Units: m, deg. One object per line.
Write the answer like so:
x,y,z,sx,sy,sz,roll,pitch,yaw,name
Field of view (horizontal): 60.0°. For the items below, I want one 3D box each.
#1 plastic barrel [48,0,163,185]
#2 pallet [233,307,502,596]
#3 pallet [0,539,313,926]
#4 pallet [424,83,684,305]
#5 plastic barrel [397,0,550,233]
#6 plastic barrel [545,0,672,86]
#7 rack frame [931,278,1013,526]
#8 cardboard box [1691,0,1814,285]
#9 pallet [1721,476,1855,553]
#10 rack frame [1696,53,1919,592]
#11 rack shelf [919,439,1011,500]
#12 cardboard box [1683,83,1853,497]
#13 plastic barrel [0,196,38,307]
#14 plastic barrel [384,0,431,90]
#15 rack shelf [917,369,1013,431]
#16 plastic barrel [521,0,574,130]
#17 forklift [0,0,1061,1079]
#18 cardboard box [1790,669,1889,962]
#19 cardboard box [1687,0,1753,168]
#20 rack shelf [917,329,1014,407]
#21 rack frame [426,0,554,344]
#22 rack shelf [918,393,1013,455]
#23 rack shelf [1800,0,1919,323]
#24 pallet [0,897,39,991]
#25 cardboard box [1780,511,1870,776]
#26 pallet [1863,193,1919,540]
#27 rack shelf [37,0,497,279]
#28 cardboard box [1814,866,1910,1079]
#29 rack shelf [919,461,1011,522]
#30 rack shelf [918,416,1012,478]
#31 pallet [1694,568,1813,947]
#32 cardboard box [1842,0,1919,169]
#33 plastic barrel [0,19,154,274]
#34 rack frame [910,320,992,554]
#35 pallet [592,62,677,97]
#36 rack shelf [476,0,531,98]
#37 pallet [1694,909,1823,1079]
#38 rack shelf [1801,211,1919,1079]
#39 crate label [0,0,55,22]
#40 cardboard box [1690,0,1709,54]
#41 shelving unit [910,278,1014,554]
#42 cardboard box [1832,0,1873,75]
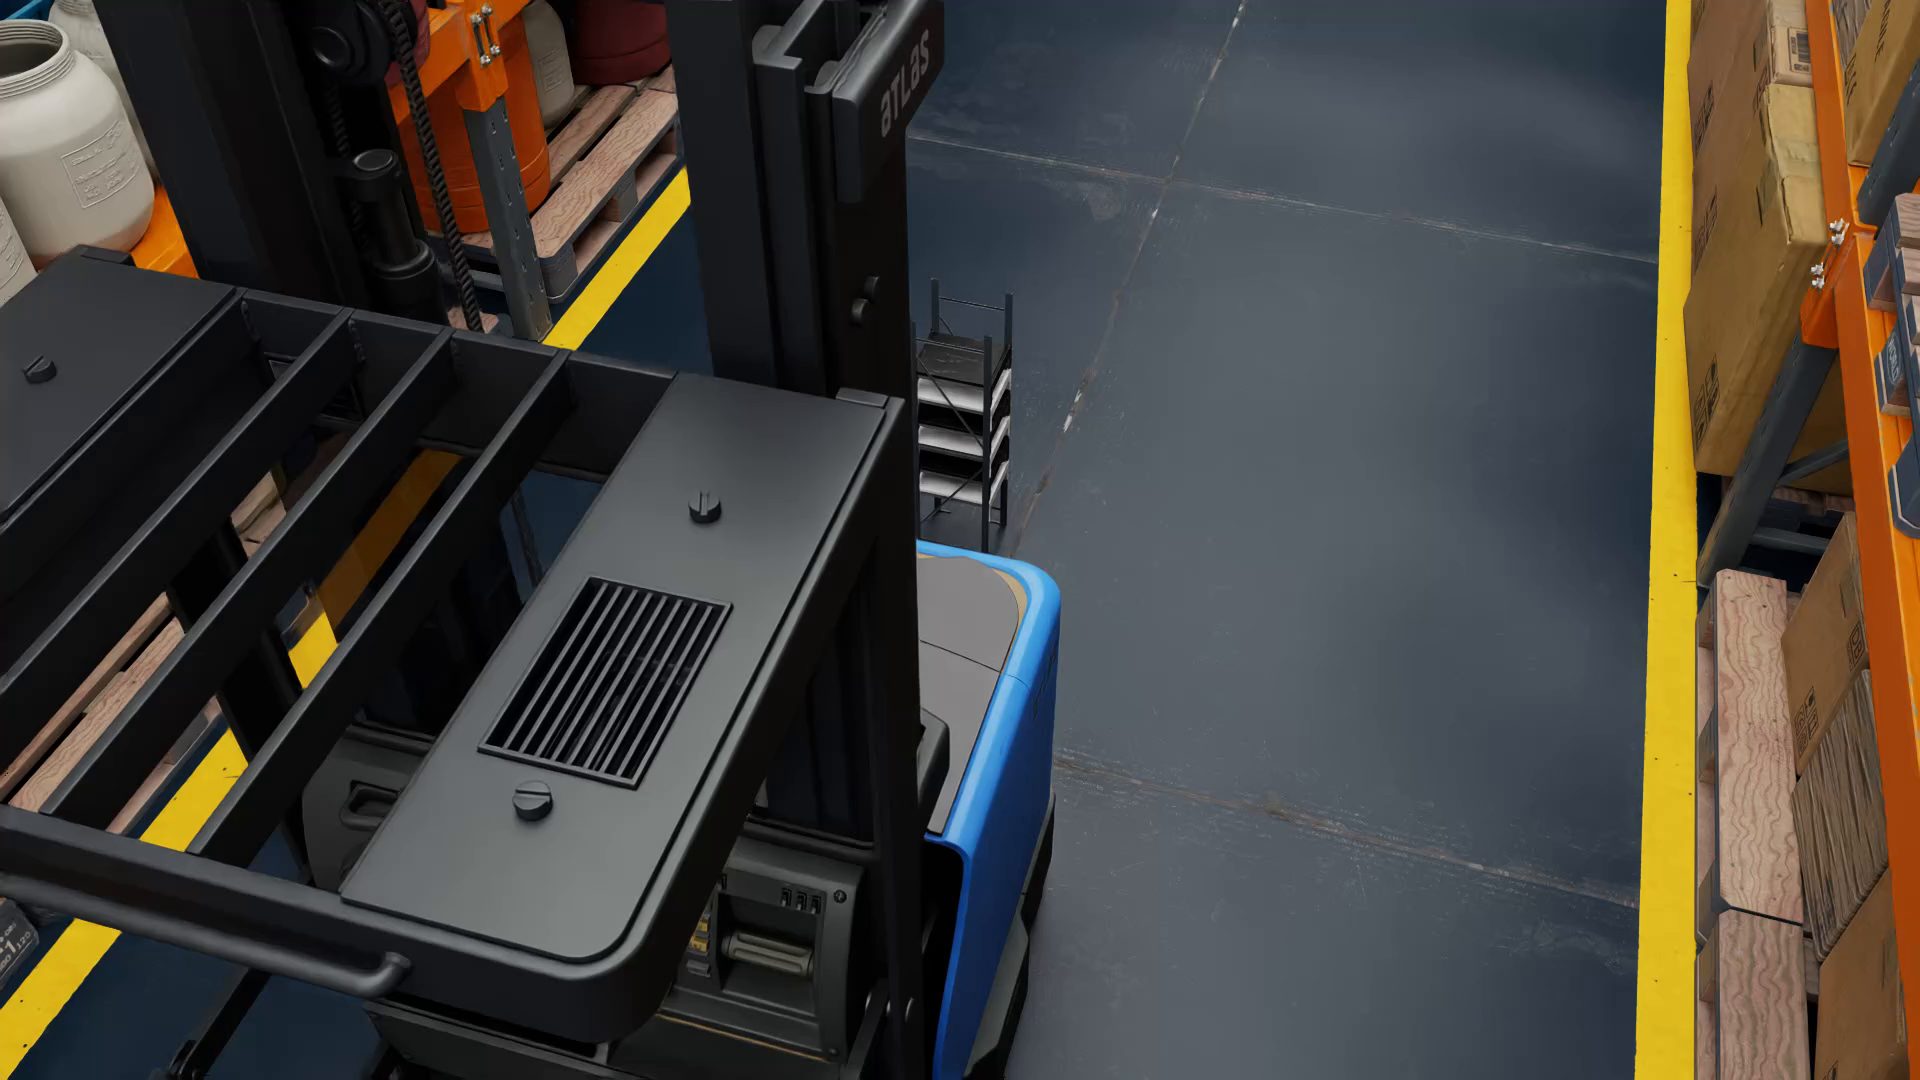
-2.077,-1.216,4.268,0.421,0.512,0.421,0,44,0,plastic barrel
-2.240,-0.403,5.511,1.003,0.211,1.213,13,46,13,pallet
-2.612,0.408,4.682,1.003,0.211,1.213,13,46,13,pallet
-1.770,-1.445,6.576,1.003,0.211,1.213,13,46,13,pallet
-1.837,-1.612,6.004,0.600,0.830,0.708,13,46,13,plastic barrel
-1.495,-2.278,6.857,0.600,0.588,0.708,13,46,13,plastic barrel
0.033,-0.395,5.010,0.240,0.900,0.006,13,46,12,rack frame
3.258,-1.297,5.650,1.225,0.875,0.875,13,46,13,cardboard box
3.062,-0.371,5.478,1.003,0.211,1.213,13,46,13,pallet
2.752,-0.858,3.982,1.000,3.000,0.127,13,46,13,rack frame
0.002,-0.239,5.027,0.258,0.077,0.200,13,46,12,rack shelf
2.980,-0.705,5.044,1.225,0.875,0.875,11,45,11,cardboard box
-2.328,-0.658,3.681,0.433,0.535,0.433,0,44,0,plastic barrel
-1.821,-1.583,4.625,0.600,0.536,0.708,13,46,13,plastic barrel
0.002,-0.432,4.838,0.258,0.077,0.200,13,46,12,rack shelf
-1.751,-1.893,6.519,0.421,0.512,0.421,0,44,0,plastic barrel
-0.665,0.676,2.463,1.130,2.935,3.031,12,46,12,forklift
2.412,0.701,3.862,0.700,0.500,0.500,9,45,9,cardboard box
3.518,-1.889,6.254,1.225,0.875,0.875,11,45,11,cardboard box
0.002,-0.496,4.775,0.258,0.077,0.200,13,46,12,rack shelf
-1.969,-1.907,5.055,1.000,3.000,0.127,13,46,13,rack frame
0.002,-0.368,4.901,0.258,0.077,0.200,13,46,12,rack shelf
3.357,-1.934,5.596,1.077,0.370,4.000,13,46,13,rack shelf
-2.979,1.224,3.848,1.003,0.211,1.213,13,46,13,pallet
2.568,0.329,4.242,0.700,0.500,0.500,10,45,10,cardboard box
2.637,-0.292,3.541,1.213,0.211,1.003,13,46,13,pallet
-2.575,-0.317,3.944,1.077,0.370,4.000,13,46,13,rack shelf
2.247,1.080,3.474,0.700,0.500,0.500,16,47,16,cardboard box
0.002,-0.175,5.090,0.258,0.077,0.200,13,46,12,rack shelf
0.002,-0.303,4.964,0.258,0.077,0.200,13,46,12,rack shelf
2.513,0.659,4.426,1.003,0.211,1.213,13,46,13,pallet
2.665,-1.276,4.337,0.500,0.500,0.500,14,46,14,cardboard box
-2.204,-0.936,3.982,0.421,0.512,0.421,0,44,0,plastic barrel
-0.028,-0.259,4.872,0.240,0.900,0.006,13,46,12,rack frame
-1.399,-2.256,7.404,1.003,0.211,1.213,13,46,13,pallet
-1.363,-2.983,6.668,1.077,0.370,4.000,13,46,13,rack shelf
2.142,1.469,3.597,1.003,0.211,1.213,13,46,13,pallet
2.146,0.732,2.872,1.077,0.370,4.000,13,46,13,rack shelf
-2.527,-1.315,4.424,0.502,0.435,0.616,13,46,13,crate label
3.788,-2.484,6.863,1.225,0.875,0.875,13,46,13,cardboard box
0.002,-0.327,4.941,0.258,0.900,0.210,13,46,12,shelving unit
2.821,-1.607,4.676,0.500,0.500,0.500,12,46,12,cardboard box
